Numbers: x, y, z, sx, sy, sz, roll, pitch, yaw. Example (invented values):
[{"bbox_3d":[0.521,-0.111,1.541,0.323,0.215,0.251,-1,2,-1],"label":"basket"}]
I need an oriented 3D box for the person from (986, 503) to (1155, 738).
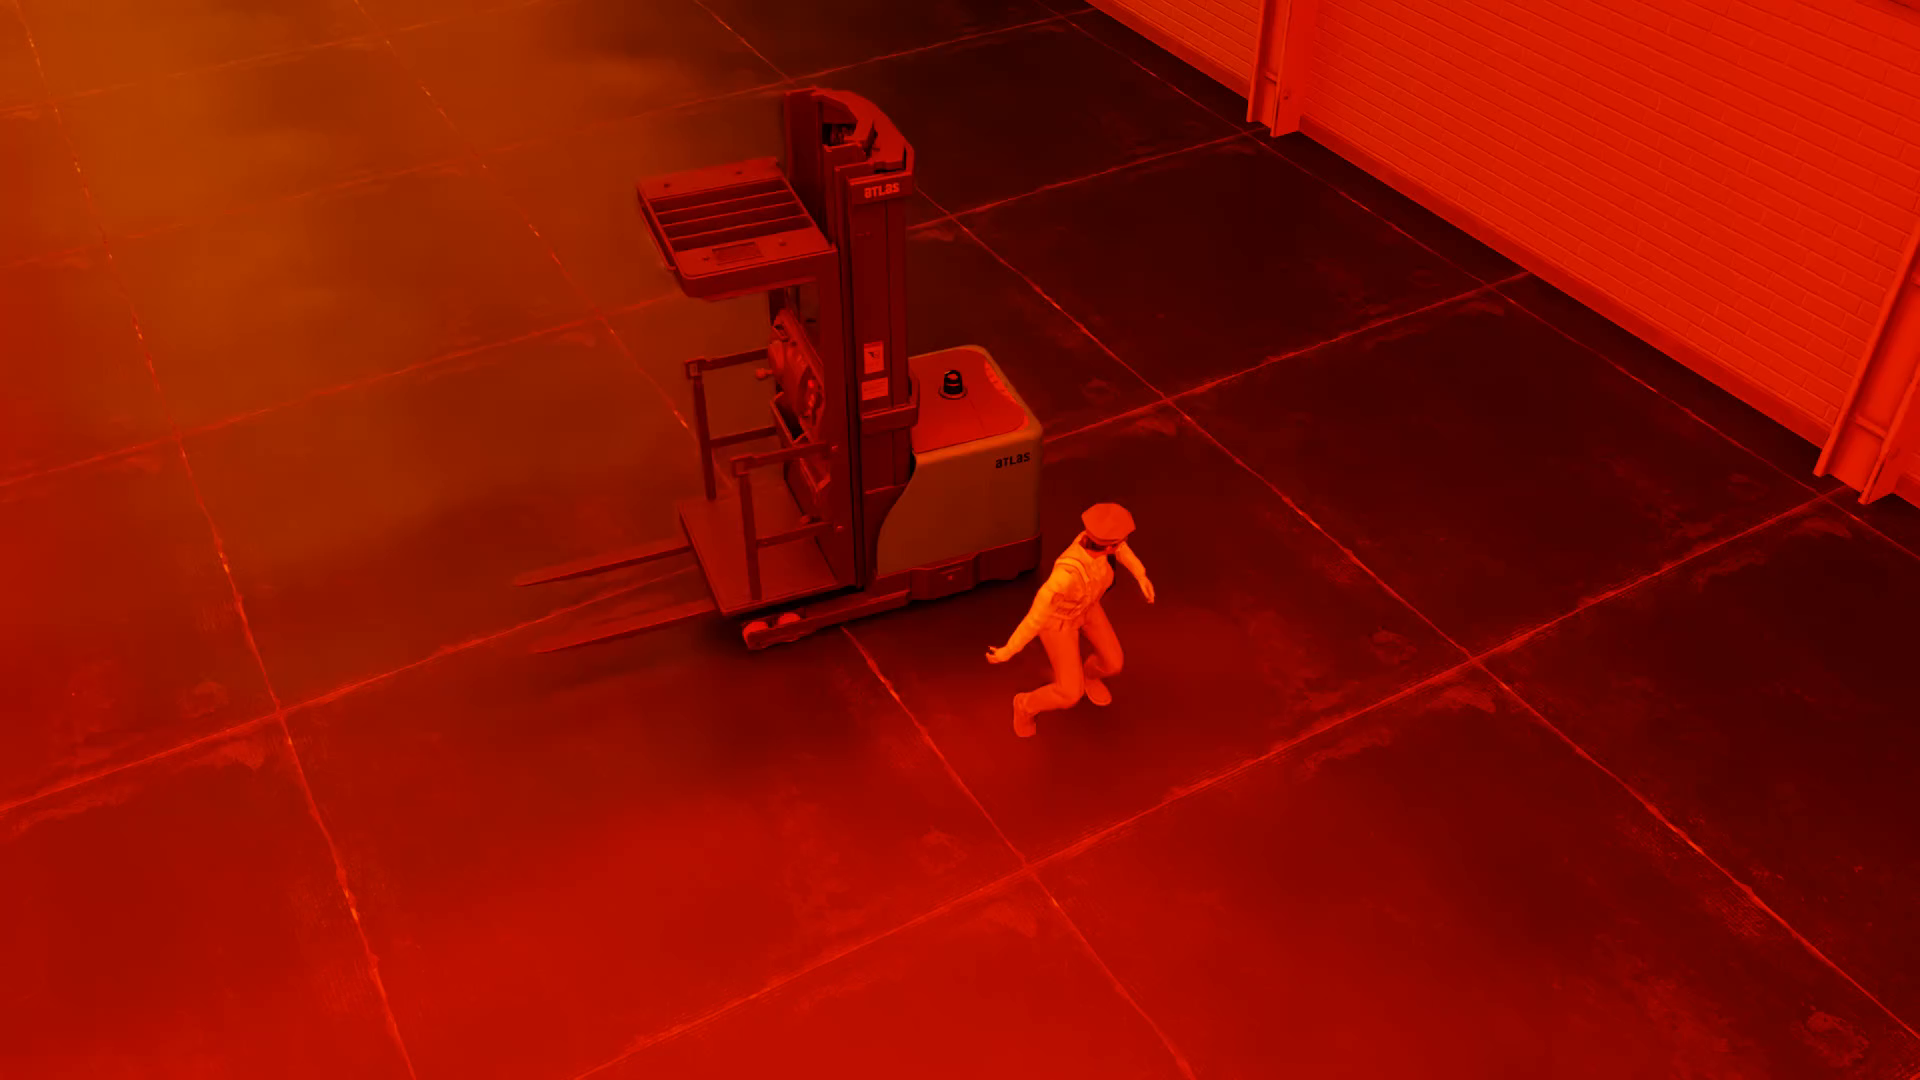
[{"bbox_3d":[0.588,0.453,8.663,0.495,1.543,0.921,31,49,32],"label":"person"}]

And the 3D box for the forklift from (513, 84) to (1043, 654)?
[{"bbox_3d":[-1.080,-0.880,9.097,3.031,2.935,1.130,-14,42,-16],"label":"forklift"}]
